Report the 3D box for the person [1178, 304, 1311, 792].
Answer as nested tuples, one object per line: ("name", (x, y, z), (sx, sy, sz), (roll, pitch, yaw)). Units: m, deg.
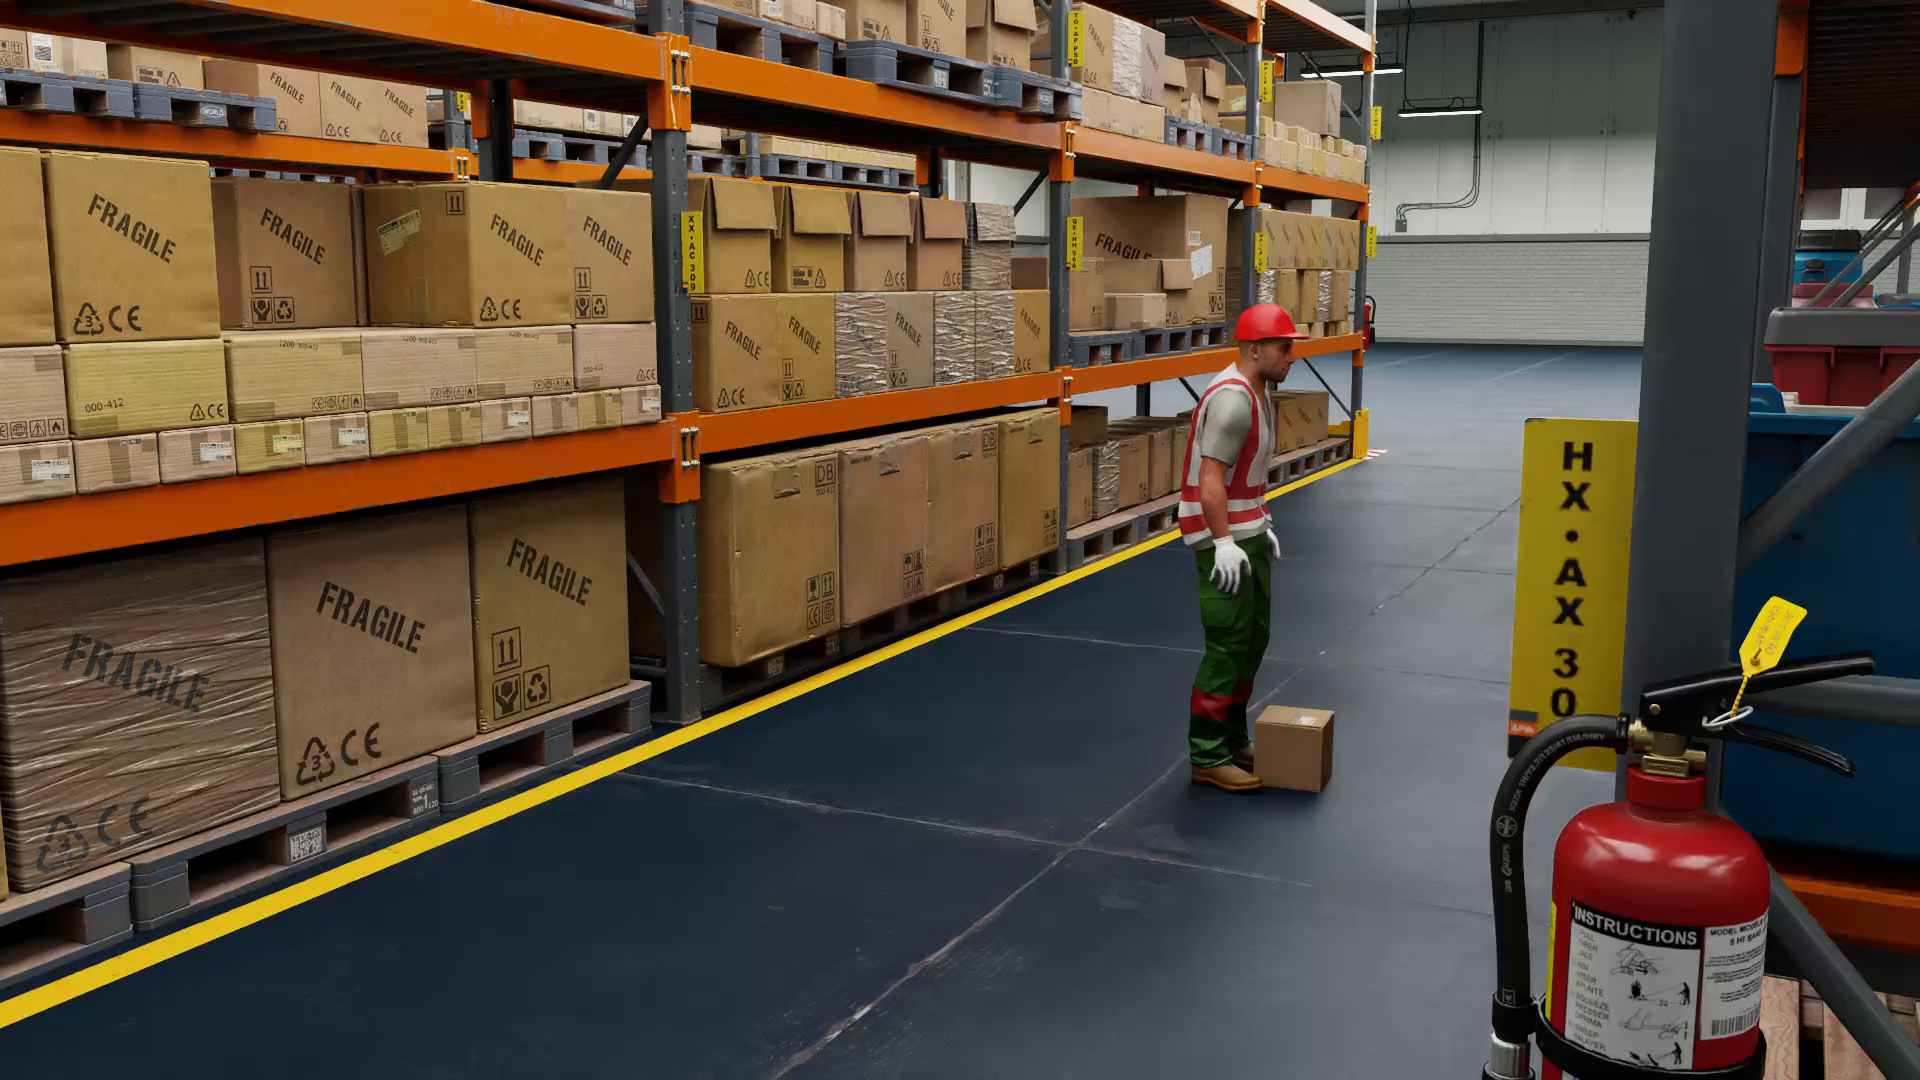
("person", (1.059, 0.012, 6.238), (0.454, 1.779, 0.620), (4, 10, 25))
